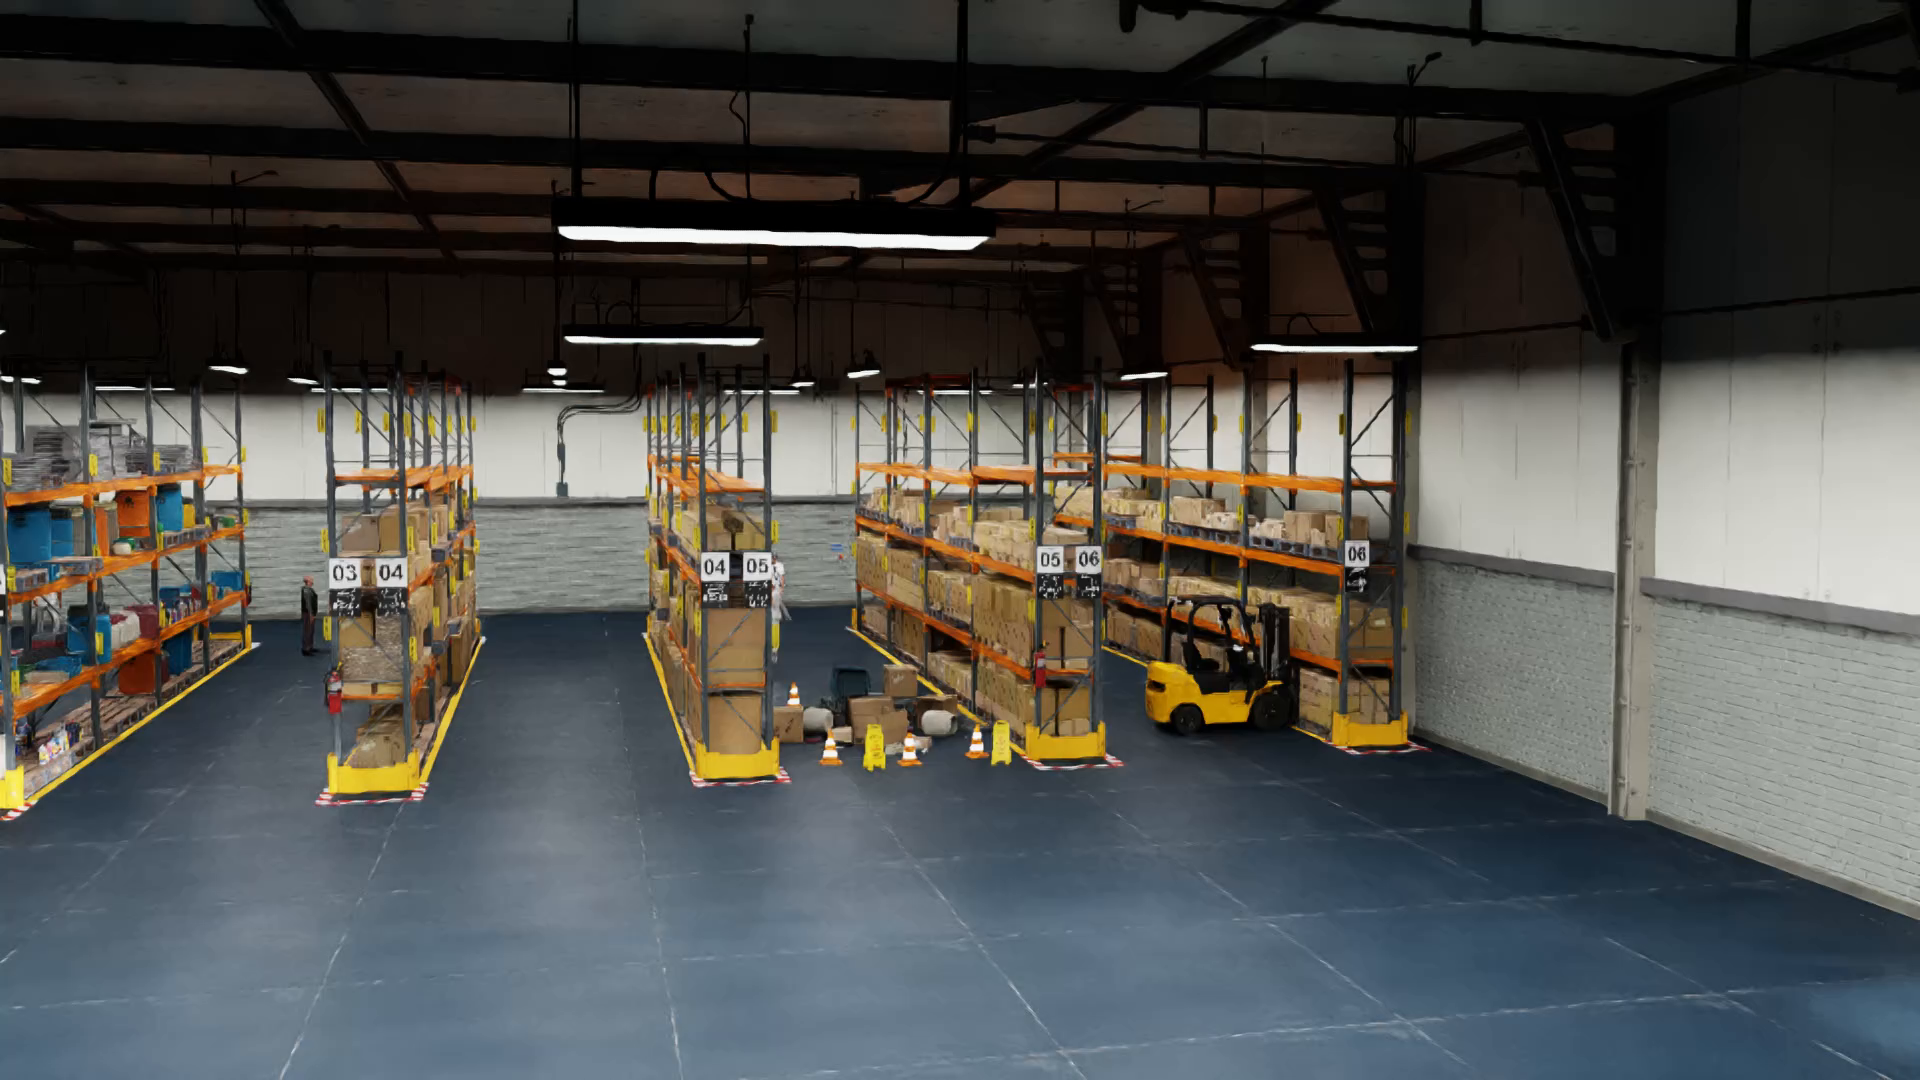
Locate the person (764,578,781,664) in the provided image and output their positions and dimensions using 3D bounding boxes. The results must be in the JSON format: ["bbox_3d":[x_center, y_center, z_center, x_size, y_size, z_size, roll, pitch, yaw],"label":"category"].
[{"bbox_3d":[-3.992,1.679,34.725,0.489,1.787,0.608,1,4,17],"label":"person"}]

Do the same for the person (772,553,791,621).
[{"bbox_3d":[-4.597,1.200,42.020,0.697,1.739,0.478,4,5,42],"label":"person"}]

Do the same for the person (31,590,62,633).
[{"bbox_3d":[-21.168,1.465,38.480,0.694,1.692,0.840,-2,5,-30],"label":"person"}]

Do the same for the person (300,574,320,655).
[{"bbox_3d":[-14.138,1.606,36.156,0.389,1.732,0.660,-2,4,-21],"label":"person"}]
